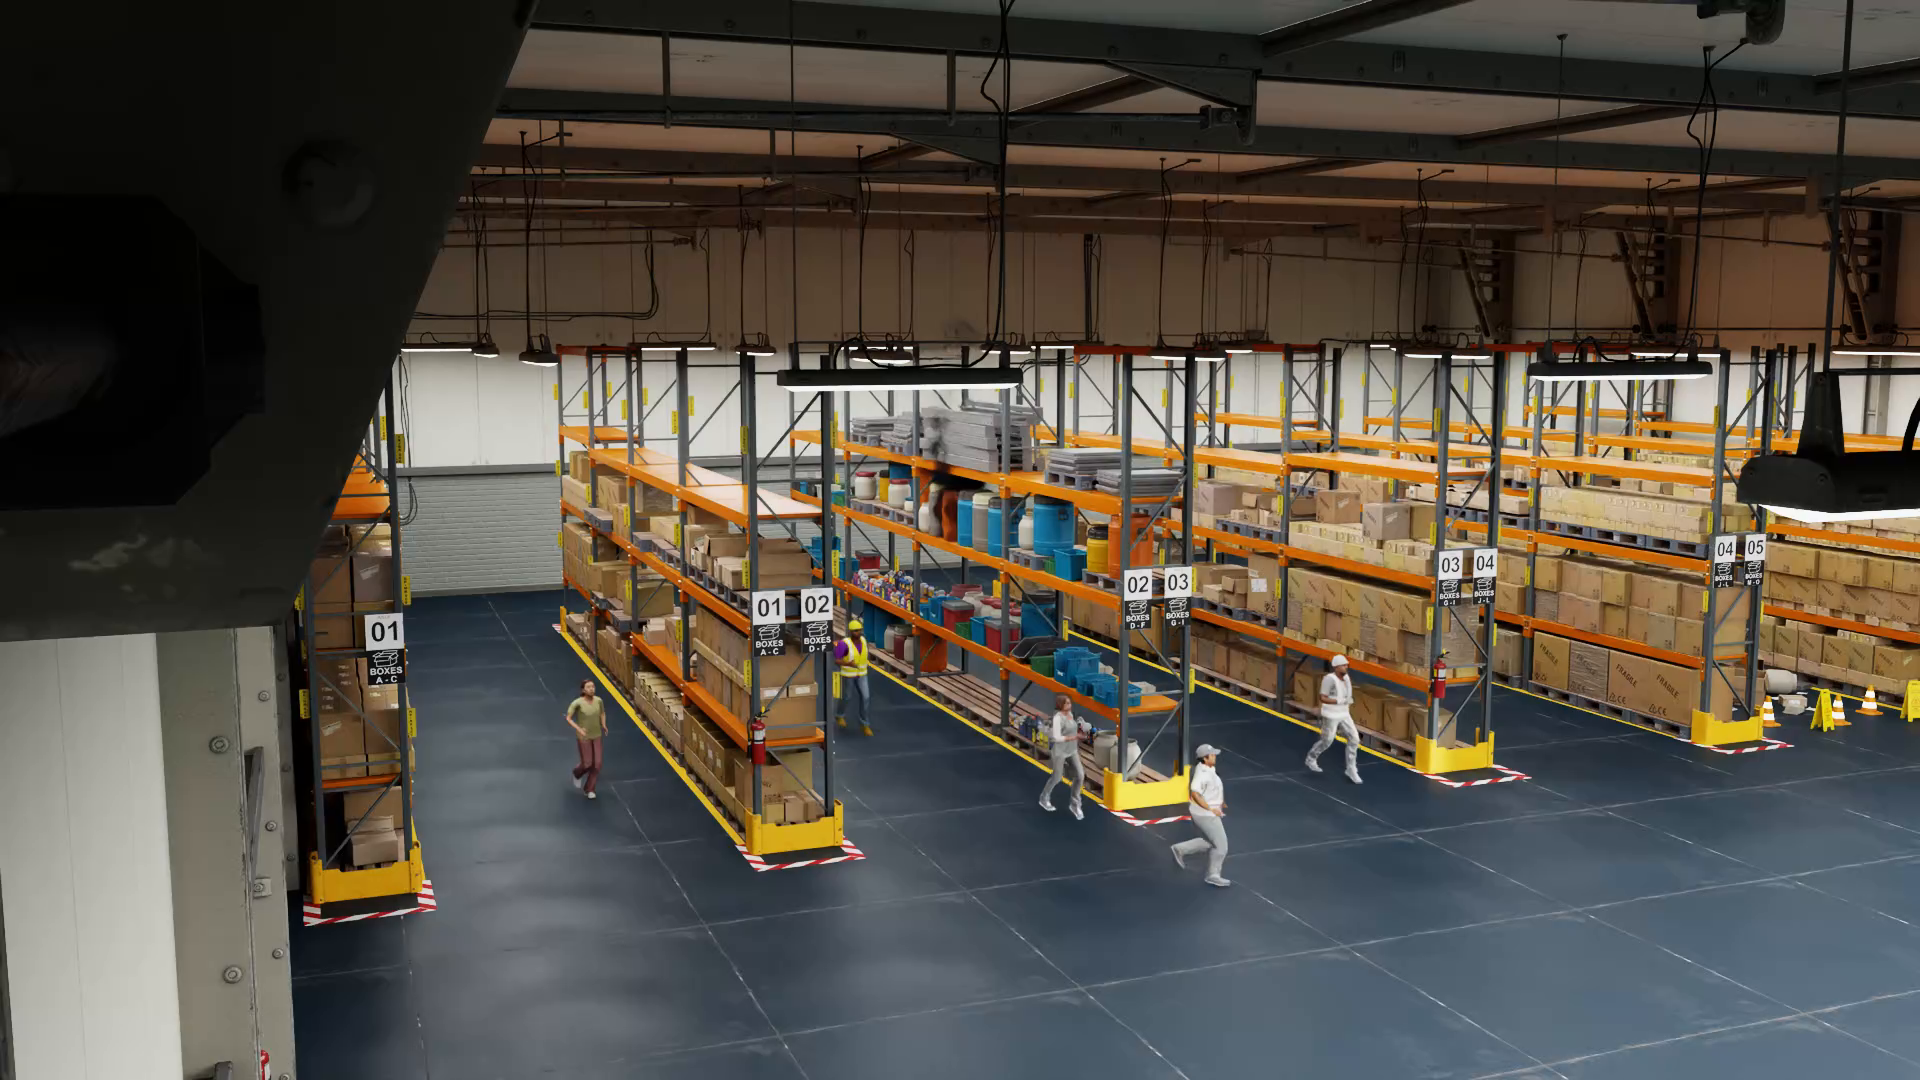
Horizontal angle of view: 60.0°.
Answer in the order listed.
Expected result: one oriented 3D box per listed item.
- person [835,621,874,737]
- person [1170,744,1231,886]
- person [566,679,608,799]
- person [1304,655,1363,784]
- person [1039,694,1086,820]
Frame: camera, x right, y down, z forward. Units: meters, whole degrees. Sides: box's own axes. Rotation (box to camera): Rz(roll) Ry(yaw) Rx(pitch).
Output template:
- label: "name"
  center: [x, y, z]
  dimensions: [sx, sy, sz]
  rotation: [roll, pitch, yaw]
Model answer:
- label: "person"
  center: [-1.692, 2.139, 26.094]
  dimensions: [0.640, 1.796, 0.890]
  rotation: [-4, 8, -28]
- label: "person"
  center: [2.769, 3.137, 18.985]
  dimensions: [0.672, 1.644, 0.607]
  rotation: [1, 7, 6]
- label: "person"
  center: [-5.041, 2.669, 22.537]
  dimensions: [0.565, 1.623, 0.544]
  rotation: [-6, 9, -38]
- label: "person"
  center: [5.252, 2.478, 23.385]
  dimensions: [0.700, 1.781, 0.887]
  rotation: [-6, 9, -39]
- label: "person"
  center: [1.349, 2.854, 21.575]
  dimensions: [0.719, 1.548, 0.509]
  rotation: [7, 10, 43]
